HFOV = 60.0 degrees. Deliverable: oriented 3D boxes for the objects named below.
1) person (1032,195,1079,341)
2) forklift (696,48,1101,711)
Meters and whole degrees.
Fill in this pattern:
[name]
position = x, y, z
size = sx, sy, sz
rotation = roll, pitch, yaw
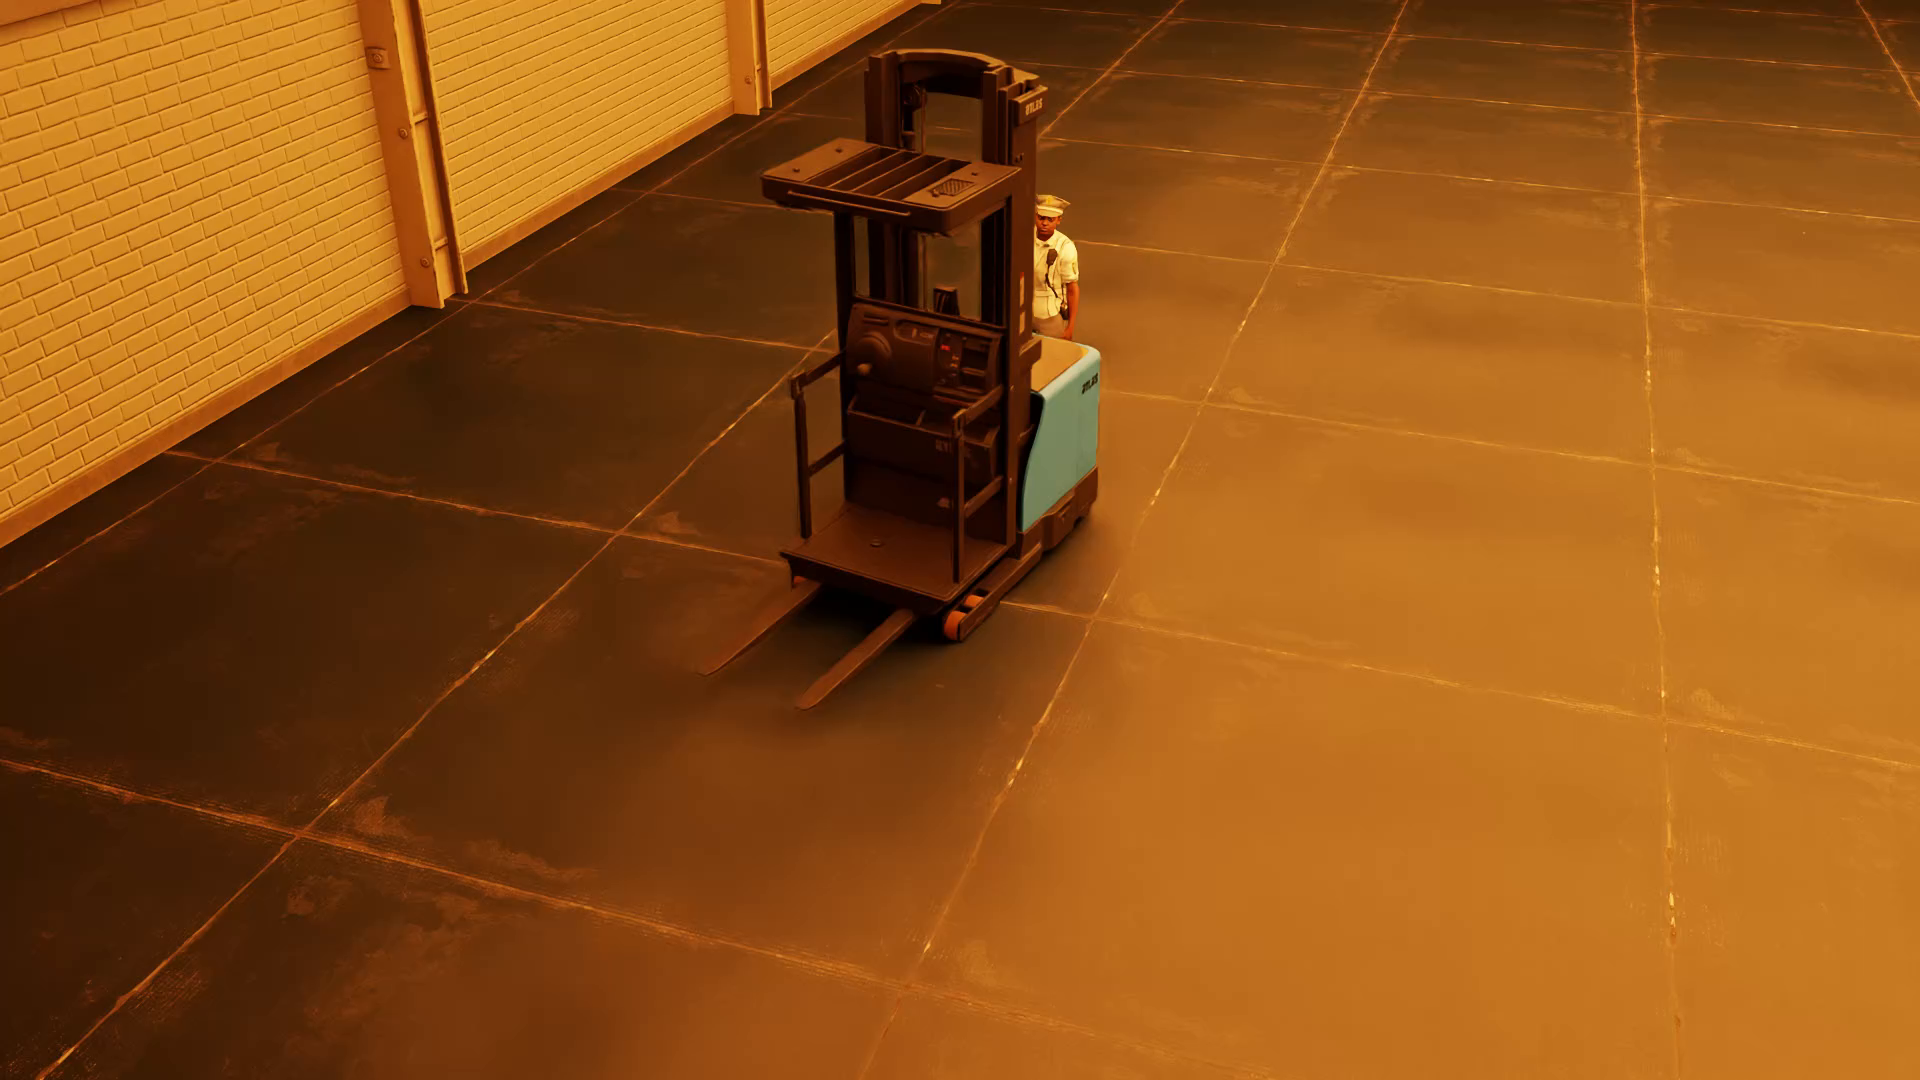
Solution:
[person]
position = 0.470, -1.431, 10.880
size = 0.568, 1.694, 0.530
rotation = 12, 32, 20
[forklift]
position = -0.308, -0.976, 8.848
size = 1.130, 2.935, 3.031
rotation = 16, 33, 25
